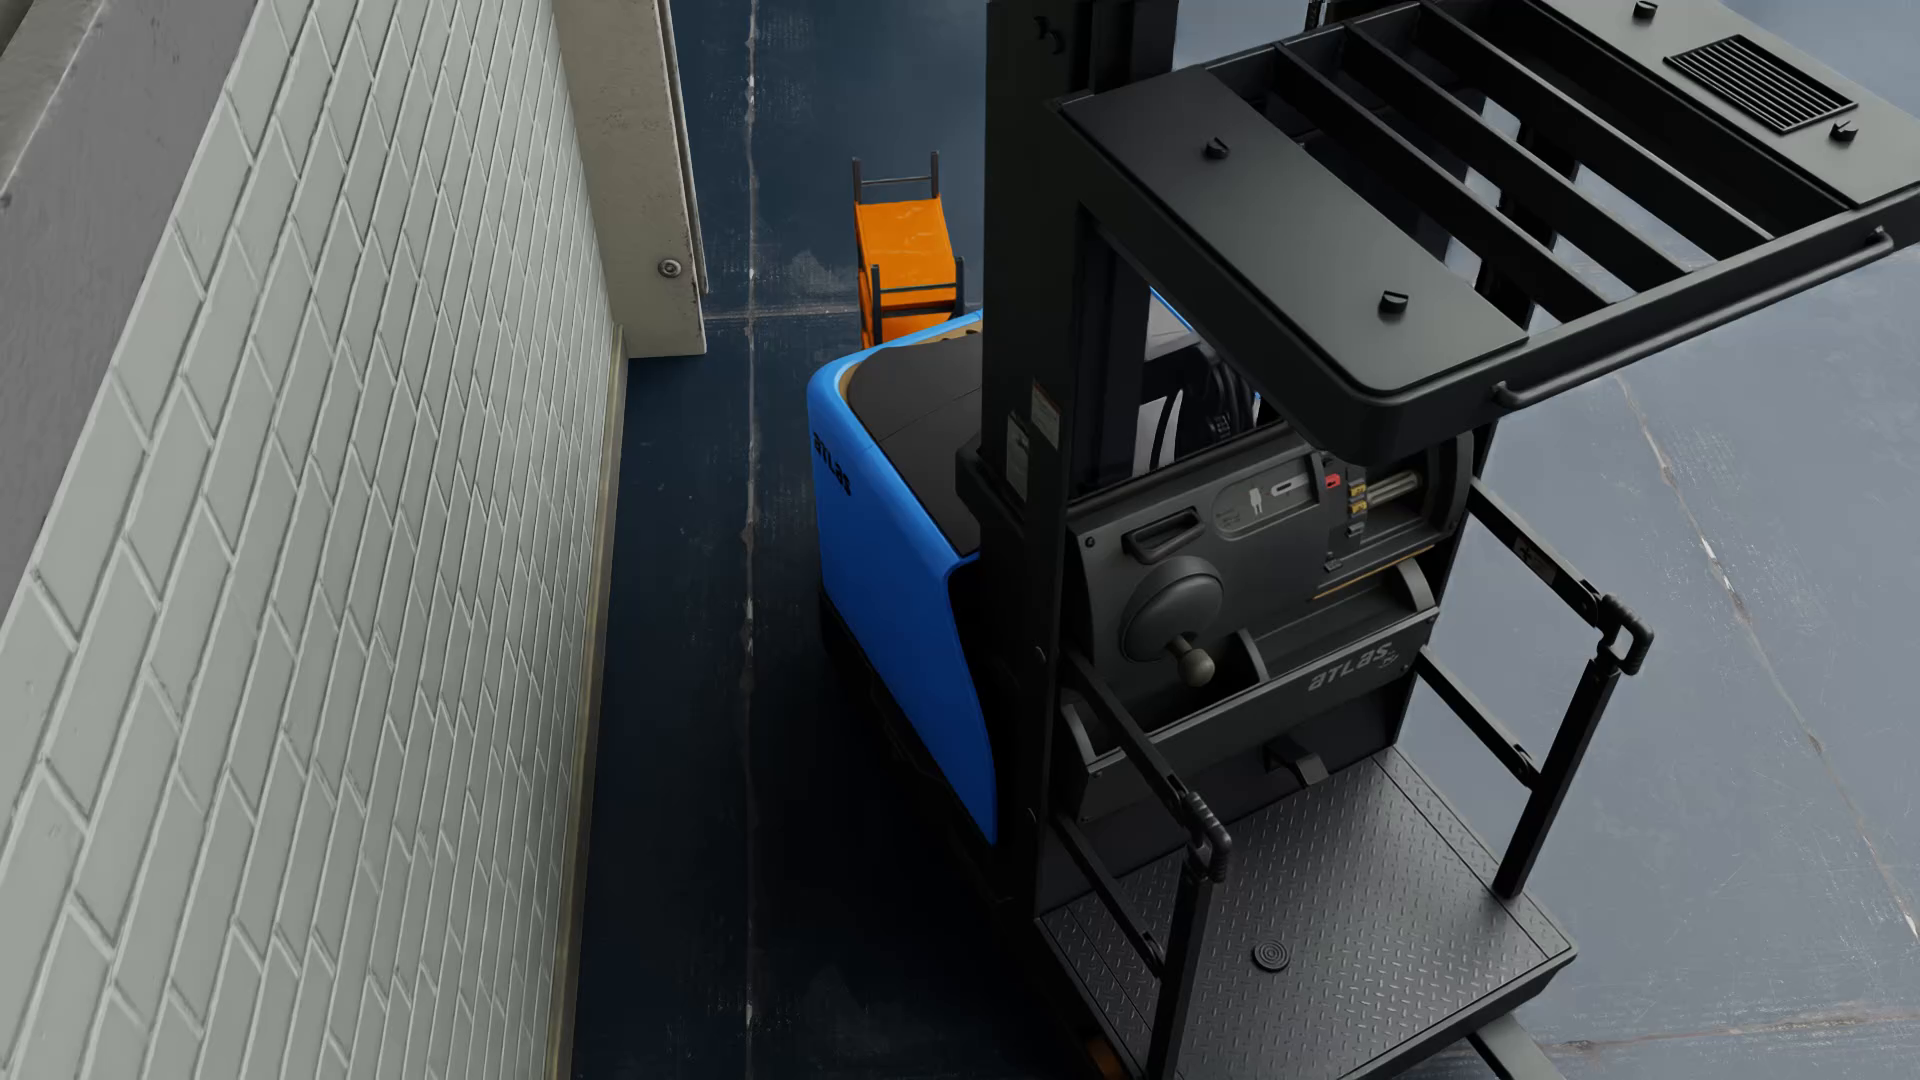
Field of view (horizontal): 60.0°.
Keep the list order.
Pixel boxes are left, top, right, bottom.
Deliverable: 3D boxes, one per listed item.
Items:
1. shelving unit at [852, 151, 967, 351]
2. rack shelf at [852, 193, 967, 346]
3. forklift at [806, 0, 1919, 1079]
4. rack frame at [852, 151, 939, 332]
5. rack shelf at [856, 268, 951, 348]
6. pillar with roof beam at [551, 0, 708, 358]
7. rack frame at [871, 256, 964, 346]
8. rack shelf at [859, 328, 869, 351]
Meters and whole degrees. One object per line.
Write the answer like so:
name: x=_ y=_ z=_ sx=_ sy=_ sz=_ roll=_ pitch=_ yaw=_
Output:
shelving unit: x=-0.144 y=-0.477 z=4.875 sx=0.258 sy=1.200 sz=0.503 roll=-6 pitch=47 yaw=-6
rack shelf: x=-0.144 y=-0.747 z=4.590 sx=0.258 sy=0.148 sz=0.480 roll=-6 pitch=47 yaw=-6
forklift: x=0.743 y=0.074 z=3.162 sx=1.130 sy=2.935 sz=3.031 roll=-22 pitch=50 yaw=-19
rack frame: x=-0.178 y=-0.652 z=5.041 sx=0.240 sy=1.200 sz=0.015 roll=-6 pitch=47 yaw=-6
rack shelf: x=-0.144 y=-0.584 z=4.762 sx=0.258 sy=0.148 sz=0.480 roll=-6 pitch=47 yaw=-6
pillar with roof beam: x=3.222 y=-4.148 z=2.980 sx=9.100 sy=9.000 sz=0.400 roll=-3 pitch=47 yaw=-3
rack frame: x=-0.109 y=-0.301 z=4.709 sx=0.240 sy=1.200 sz=0.015 roll=-6 pitch=47 yaw=-6
rack shelf: x=-0.144 y=-0.430 z=4.924 sx=0.258 sy=0.148 sz=0.480 roll=-6 pitch=47 yaw=-6
